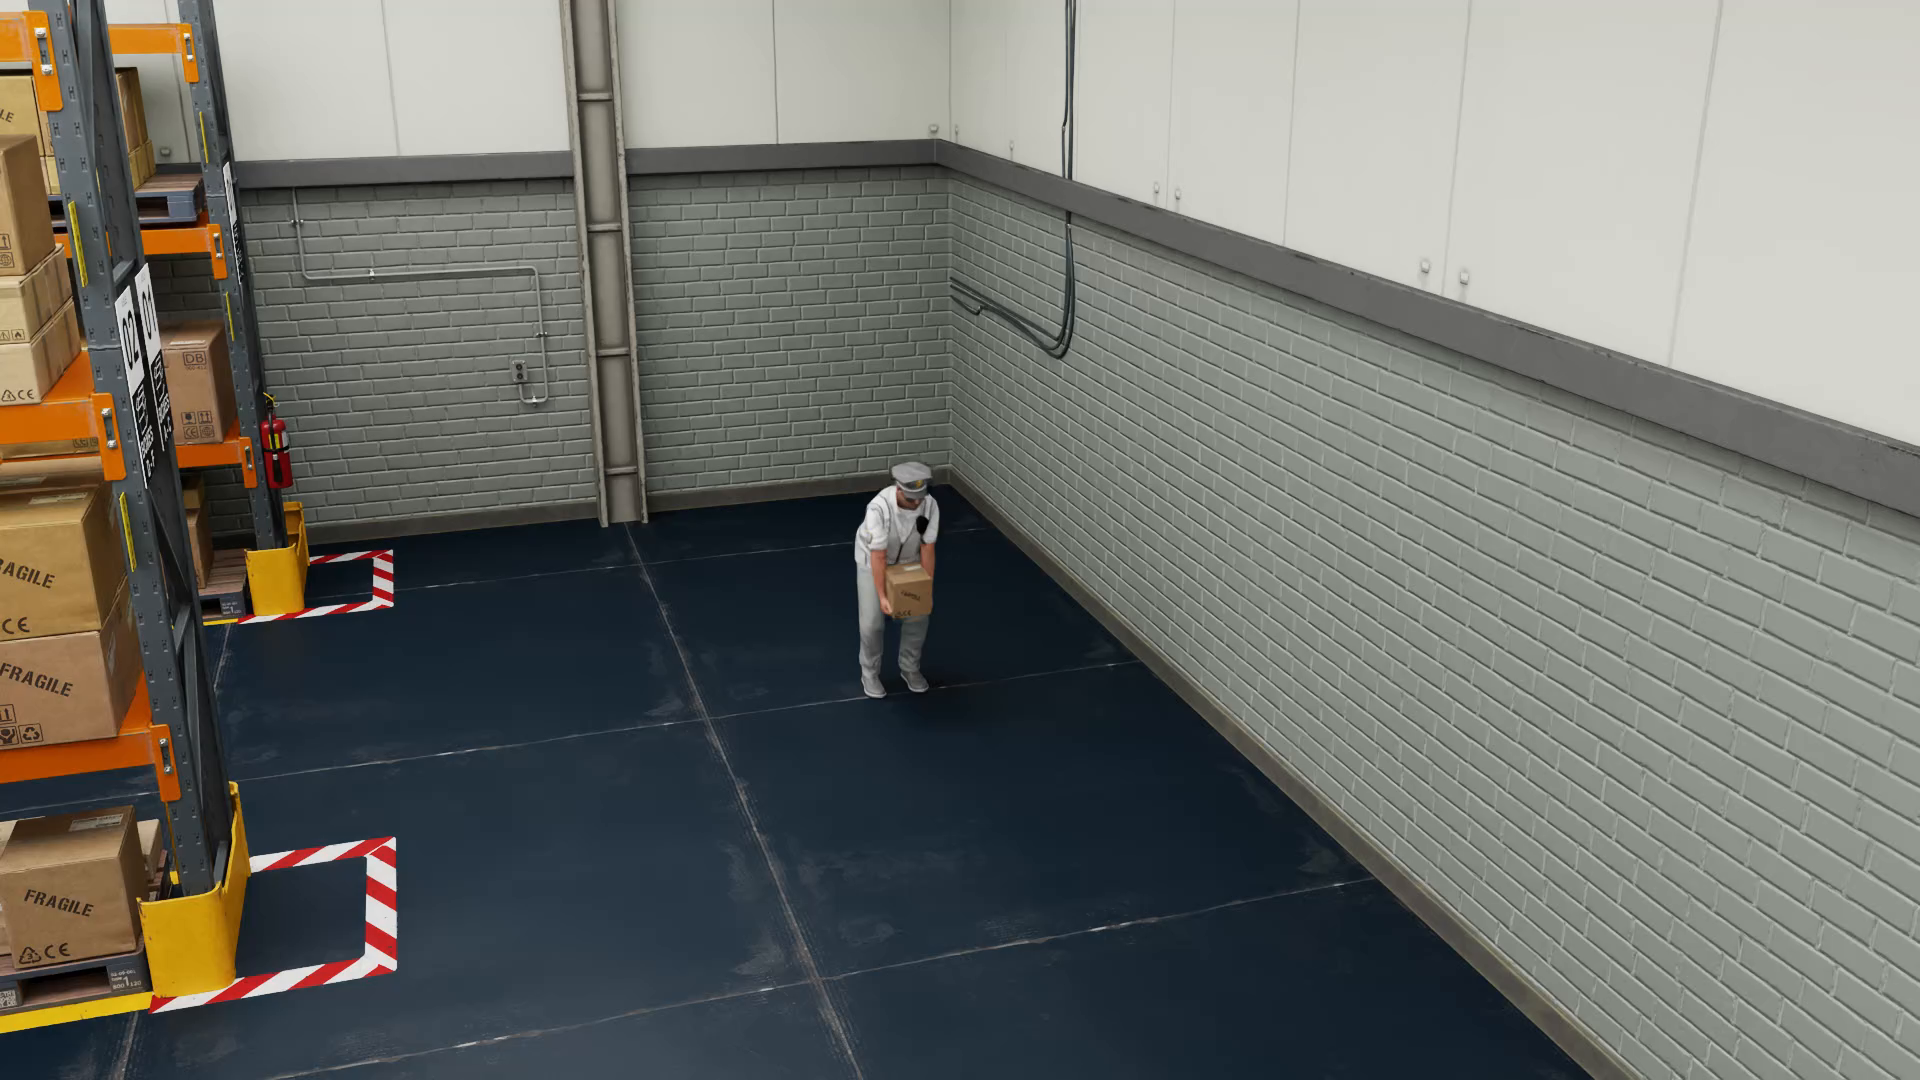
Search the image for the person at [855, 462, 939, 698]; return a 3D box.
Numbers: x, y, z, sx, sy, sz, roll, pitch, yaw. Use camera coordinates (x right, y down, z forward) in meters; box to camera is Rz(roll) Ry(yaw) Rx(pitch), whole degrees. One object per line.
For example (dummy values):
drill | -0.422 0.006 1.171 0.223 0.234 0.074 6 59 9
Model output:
person | -0.389 0.243 10.578 0.486 1.614 0.748 -7 20 -18
